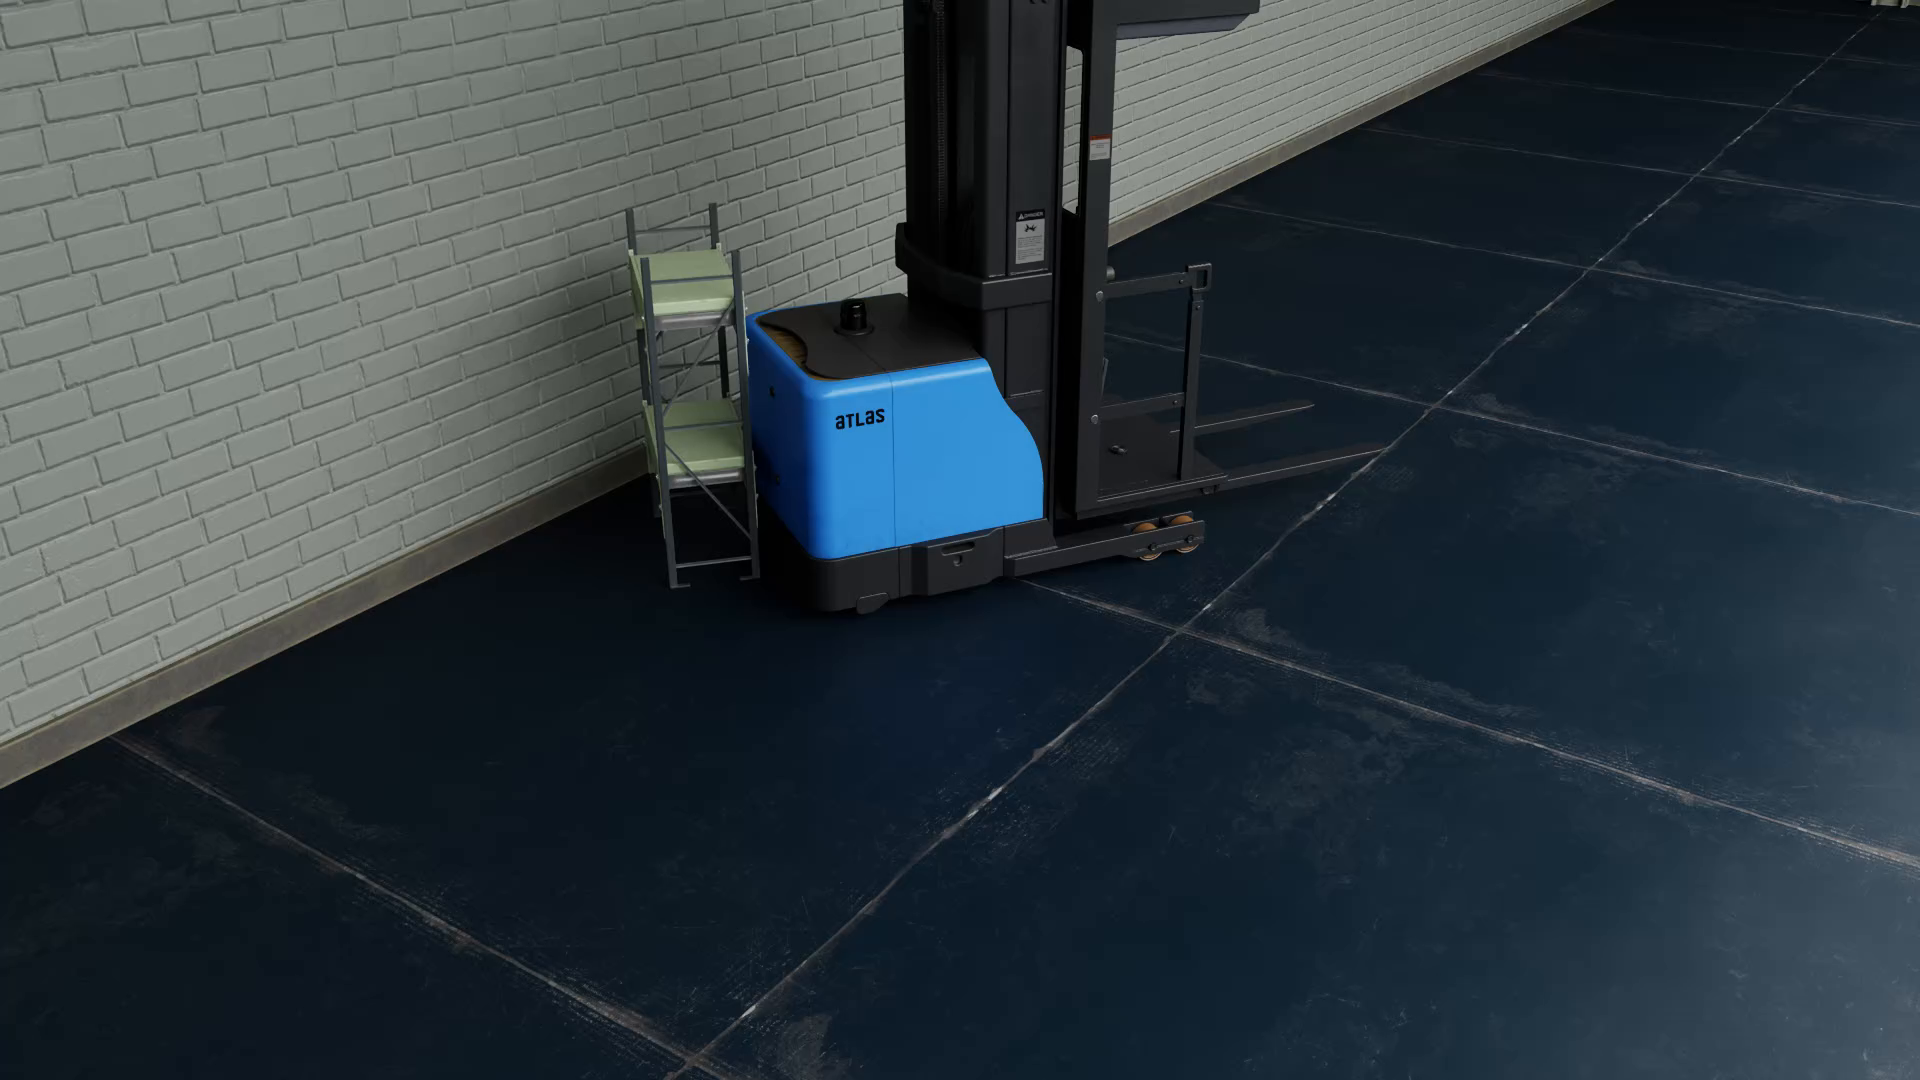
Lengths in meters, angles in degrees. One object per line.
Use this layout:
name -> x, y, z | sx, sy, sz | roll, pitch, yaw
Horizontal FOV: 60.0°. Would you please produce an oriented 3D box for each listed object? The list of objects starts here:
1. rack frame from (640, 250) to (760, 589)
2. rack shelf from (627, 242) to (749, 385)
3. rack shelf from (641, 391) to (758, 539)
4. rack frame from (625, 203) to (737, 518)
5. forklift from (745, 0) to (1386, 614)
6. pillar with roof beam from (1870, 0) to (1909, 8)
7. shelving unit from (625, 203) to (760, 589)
rack frame -> -1.086, -0.480, 7.040 | 0.400, 1.500, 0.023 | -7, 28, -13
rack shelf -> -1.180, -0.989, 7.179 | 0.431, 0.370, 0.720 | -7, 28, -13
rack shelf -> -1.180, -0.350, 7.503 | 0.431, 0.370, 0.720 | -7, 28, -13
rack frame -> -1.273, -0.801, 7.671 | 0.400, 1.500, 0.023 | -7, 28, -13
forklift -> 0.570, -1.420, 7.308 | 3.031, 2.935, 1.130 | -11, 29, -21
pillar with roof beam -> 9.351, -9.190, 15.888 | 0.400, 9.000, 9.100 | 17, 32, 30
shelving unit -> -1.180, -0.641, 7.356 | 0.431, 1.500, 0.755 | -7, 28, -13
